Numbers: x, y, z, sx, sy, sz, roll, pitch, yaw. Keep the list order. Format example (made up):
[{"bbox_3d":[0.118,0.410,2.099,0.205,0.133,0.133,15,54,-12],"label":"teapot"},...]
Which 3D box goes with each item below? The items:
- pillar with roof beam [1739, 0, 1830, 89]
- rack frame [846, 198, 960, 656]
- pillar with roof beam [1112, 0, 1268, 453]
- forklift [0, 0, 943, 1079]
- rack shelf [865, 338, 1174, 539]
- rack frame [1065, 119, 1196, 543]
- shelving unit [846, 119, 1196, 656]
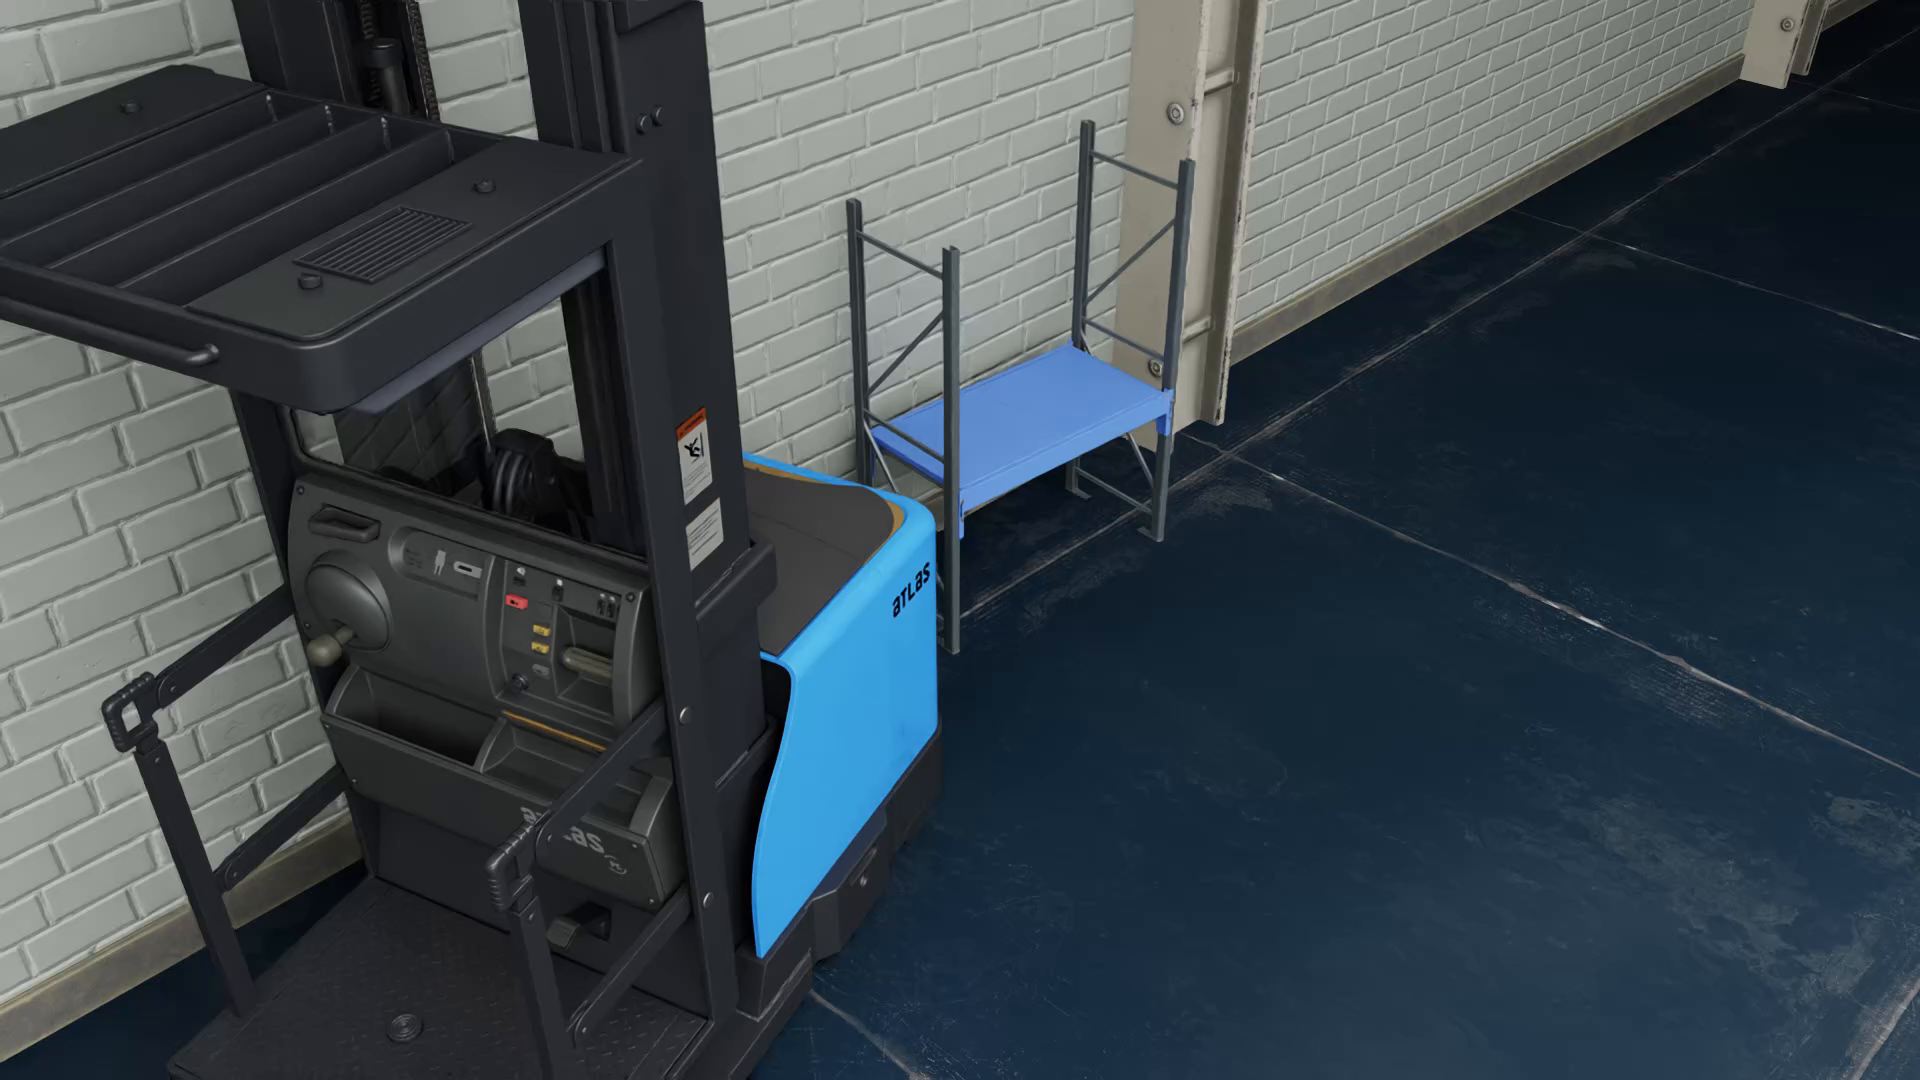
[{"bbox_3d":[8.143,-4.870,5.367,9.100,9.000,0.400,30,45,35],"label":"pillar with roof beam"},{"bbox_3d":[-0.176,-0.332,5.415,0.032,1.500,0.500,-27,43,-33],"label":"rack frame"},{"bbox_3d":[3.915,-2.435,1.874,9.100,9.000,0.400,30,45,35],"label":"pillar with roof beam"},{"bbox_3d":[-1.159,0.211,3.385,1.130,2.935,3.031,16,38,21],"label":"forklift"},{"bbox_3d":[0.206,-0.376,5.793,1.000,0.185,0.538,-27,43,-33],"label":"rack shelf"},{"bbox_3d":[0.588,-0.716,5.965,0.032,1.500,0.500,-27,43,-33],"label":"rack frame"},{"bbox_3d":[0.206,-0.524,5.690,1.048,1.500,0.538,-27,43,-33],"label":"shelving unit"}]
